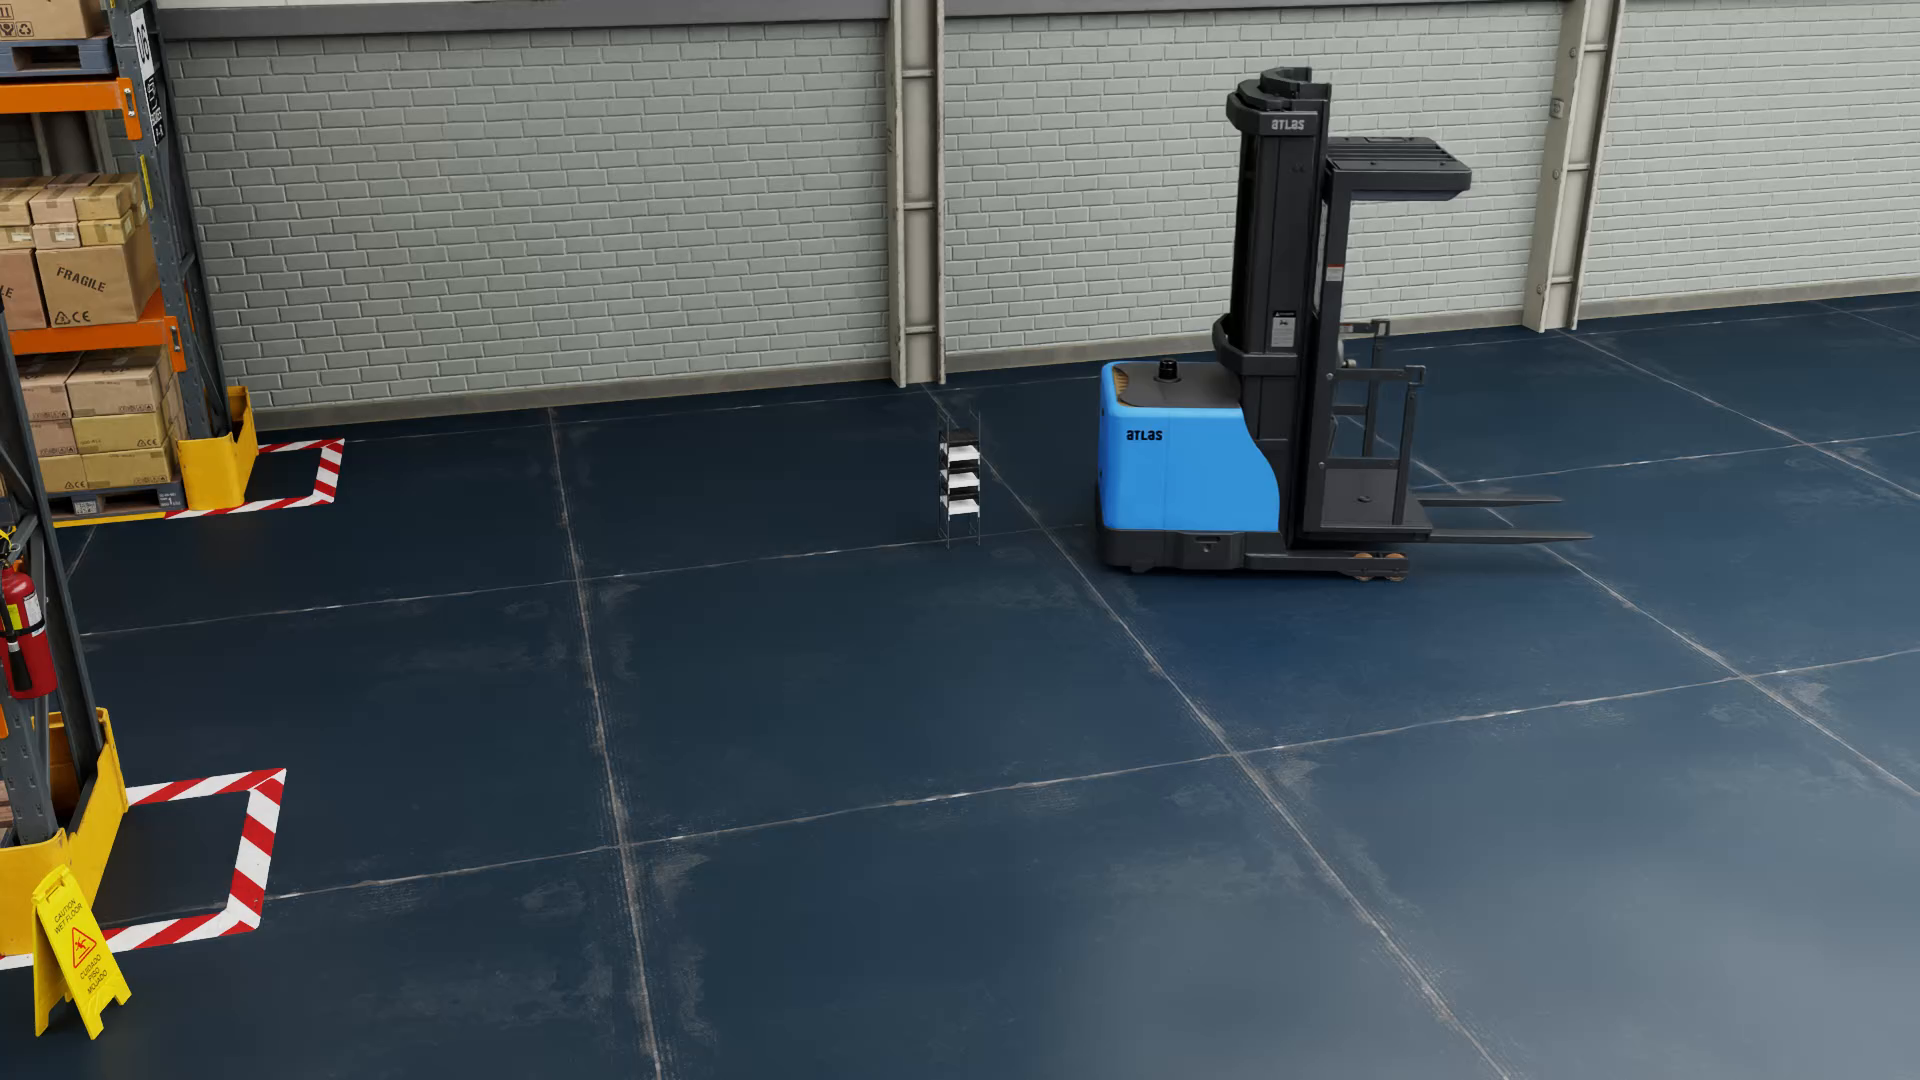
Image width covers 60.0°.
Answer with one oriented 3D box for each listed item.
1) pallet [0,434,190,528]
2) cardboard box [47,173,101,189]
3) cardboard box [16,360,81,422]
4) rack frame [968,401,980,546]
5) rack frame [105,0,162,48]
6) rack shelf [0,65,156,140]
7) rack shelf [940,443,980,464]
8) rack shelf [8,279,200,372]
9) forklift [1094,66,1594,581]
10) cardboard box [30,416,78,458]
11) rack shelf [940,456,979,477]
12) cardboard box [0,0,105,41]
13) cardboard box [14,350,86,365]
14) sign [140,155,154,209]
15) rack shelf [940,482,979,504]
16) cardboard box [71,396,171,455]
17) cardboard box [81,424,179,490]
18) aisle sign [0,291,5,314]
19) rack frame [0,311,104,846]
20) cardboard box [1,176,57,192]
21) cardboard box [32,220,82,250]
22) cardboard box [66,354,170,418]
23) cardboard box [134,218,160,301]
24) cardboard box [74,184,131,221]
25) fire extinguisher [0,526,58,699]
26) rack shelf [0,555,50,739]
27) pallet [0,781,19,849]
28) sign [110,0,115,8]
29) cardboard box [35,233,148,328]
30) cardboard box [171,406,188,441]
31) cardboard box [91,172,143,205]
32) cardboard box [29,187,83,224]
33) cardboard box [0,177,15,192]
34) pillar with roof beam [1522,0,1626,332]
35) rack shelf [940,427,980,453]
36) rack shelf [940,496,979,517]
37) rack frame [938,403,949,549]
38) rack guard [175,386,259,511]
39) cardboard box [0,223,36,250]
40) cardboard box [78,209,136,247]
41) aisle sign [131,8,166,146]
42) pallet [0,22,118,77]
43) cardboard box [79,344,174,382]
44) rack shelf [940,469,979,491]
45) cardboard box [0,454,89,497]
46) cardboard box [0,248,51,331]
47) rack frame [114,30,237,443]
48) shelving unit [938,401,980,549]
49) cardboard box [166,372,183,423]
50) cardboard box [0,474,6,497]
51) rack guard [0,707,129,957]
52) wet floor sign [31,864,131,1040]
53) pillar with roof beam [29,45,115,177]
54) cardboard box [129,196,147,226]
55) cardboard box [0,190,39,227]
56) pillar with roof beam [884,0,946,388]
[{"bbox_3d":[-5.938,-0.425,11.472,1.213,0.211,1.003,-6,24,-14],"label":"pallet"},{"bbox_3d":[-5.867,-2.325,11.038,0.250,0.149,0.380,-5,24,-13],"label":"cardboard box"},{"bbox_3d":[-6.062,-0.968,10.889,0.500,0.250,0.500,-6,24,-13],"label":"cardboard box"},{"bbox_3d":[0.090,-0.424,10.596,0.006,0.900,0.240,-6,24,-14],"label":"rack frame"},{"bbox_3d":[-5.213,-4.560,9.966,0.127,3.000,1.000,-6,24,-14],"label":"rack frame"},{"bbox_3d":[-7.138,-2.638,10.203,4.000,0.370,1.077,-6,24,-14],"label":"rack shelf"},{"bbox_3d":[-0.008,-0.547,10.513,0.200,0.077,0.258,-6,24,-14],"label":"rack shelf"},{"bbox_3d":[-7.138,-1.260,10.795,4.000,0.370,1.077,-6,24,-14],"label":"rack shelf"},{"bbox_3d":[2.395,-1.309,10.084,3.031,2.935,1.130,1,23,2],"label":"forklift"},{"bbox_3d":[-6.083,-0.743,10.998,0.500,0.250,0.500,-7,24,-15],"label":"cardboard box"},{"bbox_3d":[-0.008,-0.465,10.548,0.200,0.077,0.258,-6,24,-14],"label":"rack shelf"},{"bbox_3d":[-5.573,-3.327,10.110,0.500,0.500,0.500,-6,24,-13],"label":"cardboard box"},{"bbox_3d":[-6.207,-1.158,11.332,0.500,0.250,0.500,-6,24,-14],"label":"cardboard box"},{"bbox_3d":[-5.079,-2.237,10.391,0.005,0.325,0.100,-6,24,-14],"label":"sign"},{"bbox_3d":[-0.008,-0.299,10.619,0.200,0.077,0.258,-6,24,-14],"label":"rack shelf"},{"bbox_3d":[-5.597,-0.792,11.113,0.500,0.250,0.500,-7,24,-15],"label":"cardboard box"},{"bbox_3d":[-5.580,-0.563,11.212,0.500,0.250,0.500,-6,24,-14],"label":"cardboard box"},{"bbox_3d":[-3.892,-1.238,6.535,0.004,0.787,0.394,-6,24,-14],"label":"aisle sign"},{"bbox_3d":[-3.868,0.081,6.758,0.127,3.000,1.000,-6,24,-14],"label":"rack frame"},{"bbox_3d":[-6.105,-2.281,10.935,0.250,0.149,0.380,-6,24,-13],"label":"cardboard box"},{"bbox_3d":[-5.709,-1.966,10.578,0.250,0.149,0.380,-6,24,-14],"label":"cardboard box"},{"bbox_3d":[-5.572,-1.025,11.021,0.500,0.250,0.500,-5,24,-13],"label":"cardboard box"},{"bbox_3d":[-5.765,-1.902,11.252,0.500,0.500,0.500,-6,24,-13],"label":"cardboard box"},{"bbox_3d":[-5.501,-2.166,10.668,0.250,0.149,0.380,-6,24,-14],"label":"cardboard box"},{"bbox_3d":[-3.634,0.279,6.394,0.183,0.674,0.296,-6,24,-14],"label":"fire extinguisher"},{"bbox_3d":[-5.794,0.624,6.404,4.000,0.370,1.077,-6,24,-14],"label":"rack shelf"},{"bbox_3d":[-4.733,1.443,7.119,1.213,0.211,1.003,-6,24,-14],"label":"pallet"},{"bbox_3d":[-5.079,-3.345,9.915,0.005,0.325,0.100,-6,24,-14],"label":"sign"},{"bbox_3d":[-5.616,-1.697,10.775,0.500,0.500,0.500,-7,24,-16],"label":"cardboard box"},{"bbox_3d":[-5.738,-0.755,11.660,0.500,0.250,0.500,-6,24,-14],"label":"cardboard box"},{"bbox_3d":[-5.594,-2.330,11.049,0.250,0.149,0.380,-7,24,-15],"label":"cardboard box"},{"bbox_3d":[-5.730,-2.128,10.579,0.250,0.149,0.380,-6,24,-14],"label":"cardboard box"},{"bbox_3d":[-6.347,-2.260,10.887,0.250,0.149,0.380,-6,24,-14],"label":"cardboard box"},{"bbox_3d":[6.590,-4.472,9.761,0.400,9.000,9.100,-6,24,-14],"label":"pillar with roof beam"},{"bbox_3d":[-0.008,-0.630,10.477,0.200,0.077,0.258,-6,24,-14],"label":"rack shelf"},{"bbox_3d":[-0.008,-0.217,10.655,0.200,0.077,0.258,-6,24,-14],"label":"rack shelf"},{"bbox_3d":[-0.106,-0.402,10.545,0.006,0.900,0.240,-6,24,-14],"label":"rack frame"},{"bbox_3d":[-5.190,-0.657,11.648,0.348,0.500,1.175,-6,24,-14],"label":"rack guard"},{"bbox_3d":[-5.975,-1.961,10.568,0.250,0.149,0.380,-6,24,-13],"label":"cardboard box"},{"bbox_3d":[-5.471,-2.004,10.668,0.250,0.149,0.380,-6,24,-14],"label":"cardboard box"},{"bbox_3d":[-5.070,-2.894,10.393,0.004,0.787,0.394,-6,24,-14],"label":"aisle sign"},{"bbox_3d":[-5.900,-3.076,10.423,1.213,0.211,1.003,-6,24,-14],"label":"pallet"},{"bbox_3d":[-5.727,-1.213,11.460,0.500,0.250,0.500,-7,24,-15],"label":"cardboard box"},{"bbox_3d":[-0.008,-0.382,10.584,0.200,0.077,0.258,-6,24,-14],"label":"rack shelf"},{"bbox_3d":[-6.061,-0.514,11.097,0.500,0.250,0.500,-6,24,-14],"label":"cardboard box"},{"bbox_3d":[-6.118,-1.646,10.654,0.500,0.500,0.500,-6,24,-13],"label":"cardboard box"},{"bbox_3d":[-5.213,-1.804,11.149,0.127,3.000,1.000,-6,24,-14],"label":"rack frame"},{"bbox_3d":[-0.008,-0.413,10.571,0.210,0.900,0.258,-6,24,-14],"label":"shelving unit"},{"bbox_3d":[-5.721,-0.991,11.577,0.500,0.250,0.500,-6,24,-13],"label":"cardboard box"},{"bbox_3d":[-6.545,-0.464,10.981,0.500,0.250,0.500,-6,24,-14],"label":"cardboard box"},{"bbox_3d":[-3.941,1.237,7.232,0.348,0.500,1.175,-6,24,-14],"label":"rack guard"},{"bbox_3d":[-3.396,1.548,6.323,0.232,0.644,0.267,2,23,4],"label":"wet floor sign"},{"bbox_3d":[-4.964,-3.194,6.782,0.400,9.000,9.100,-6,24,-14],"label":"pillar with roof beam"},{"bbox_3d":[-5.609,-2.210,11.147,0.250,0.149,0.380,-7,24,-16],"label":"cardboard box"},{"bbox_3d":[-5.974,-2.090,10.490,0.250,0.149,0.380,-6,24,-13],"label":"cardboard box"},{"bbox_3d":[0.813,-3.833,8.271,0.400,9.000,9.100,-6,24,-14],"label":"pillar with roof beam"}]
